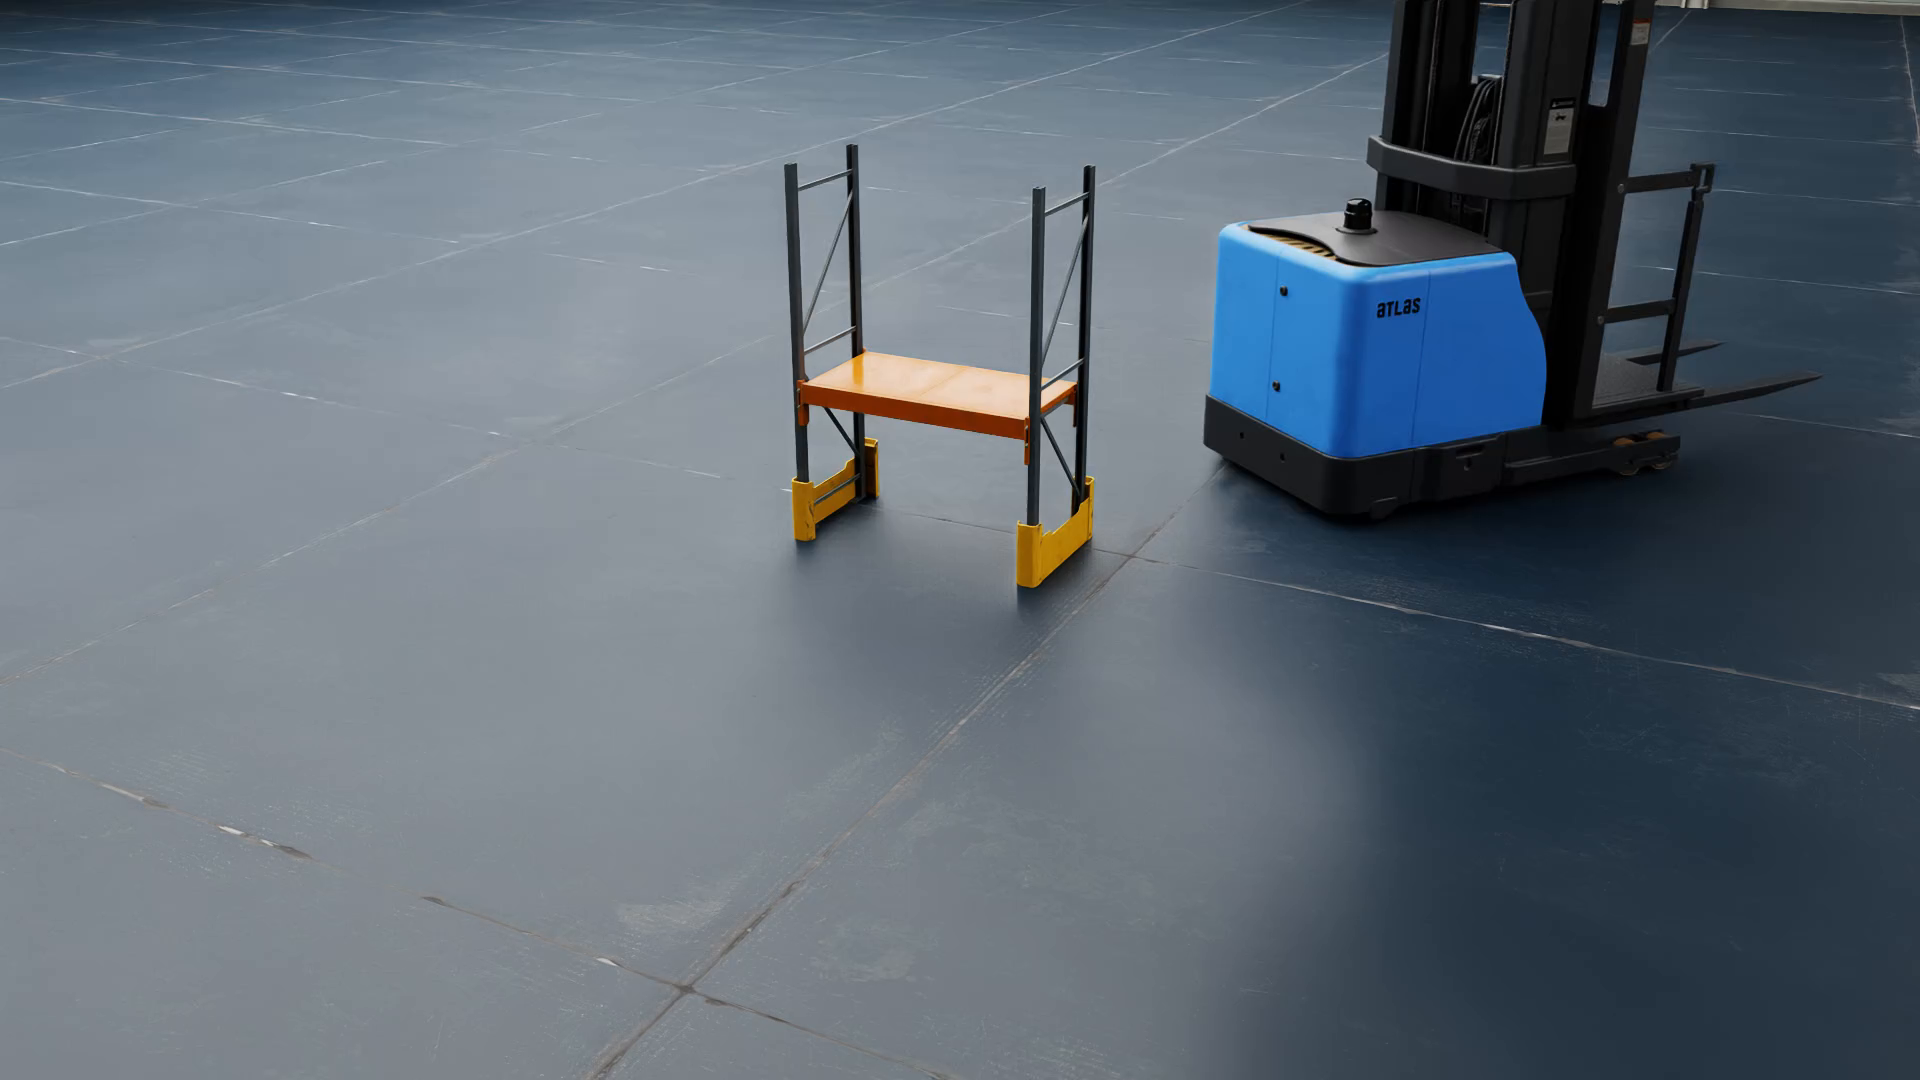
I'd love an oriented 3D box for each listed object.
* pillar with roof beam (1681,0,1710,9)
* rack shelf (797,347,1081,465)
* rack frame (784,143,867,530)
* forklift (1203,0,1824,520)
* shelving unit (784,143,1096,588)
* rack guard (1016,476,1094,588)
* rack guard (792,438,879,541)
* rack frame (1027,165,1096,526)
[{"bbox_3d":[10.102,-11.368,21.964,0.400,9.000,9.100,11,25,25],"label":"pillar with roof beam"},{"bbox_3d":[-0.076,-0.540,6.544,1.000,0.185,0.538,11,25,25],"label":"rack shelf"},{"bbox_3d":[6.751,0.512,3.228,16.358,1.800,0.520,11,25,25],"label":"rack frame"},{"bbox_3d":[2.667,-1.808,7.238,3.031,2.935,1.130,-10,25,-23],"label":"forklift"},{"bbox_3d":[6.752,0.508,3.238,16.366,1.800,0.587,11,25,25],"label":"shelving unit"},{"bbox_3d":[0.376,-0.041,6.507,0.087,0.250,0.587,11,25,25],"label":"rack guard"},{"bbox_3d":[-0.512,-0.216,6.921,0.087,0.250,0.587,11,25,25],"label":"rack guard"},{"bbox_3d":[0.378,-0.615,6.262,0.032,1.500,0.500,11,25,25],"label":"rack frame"}]
